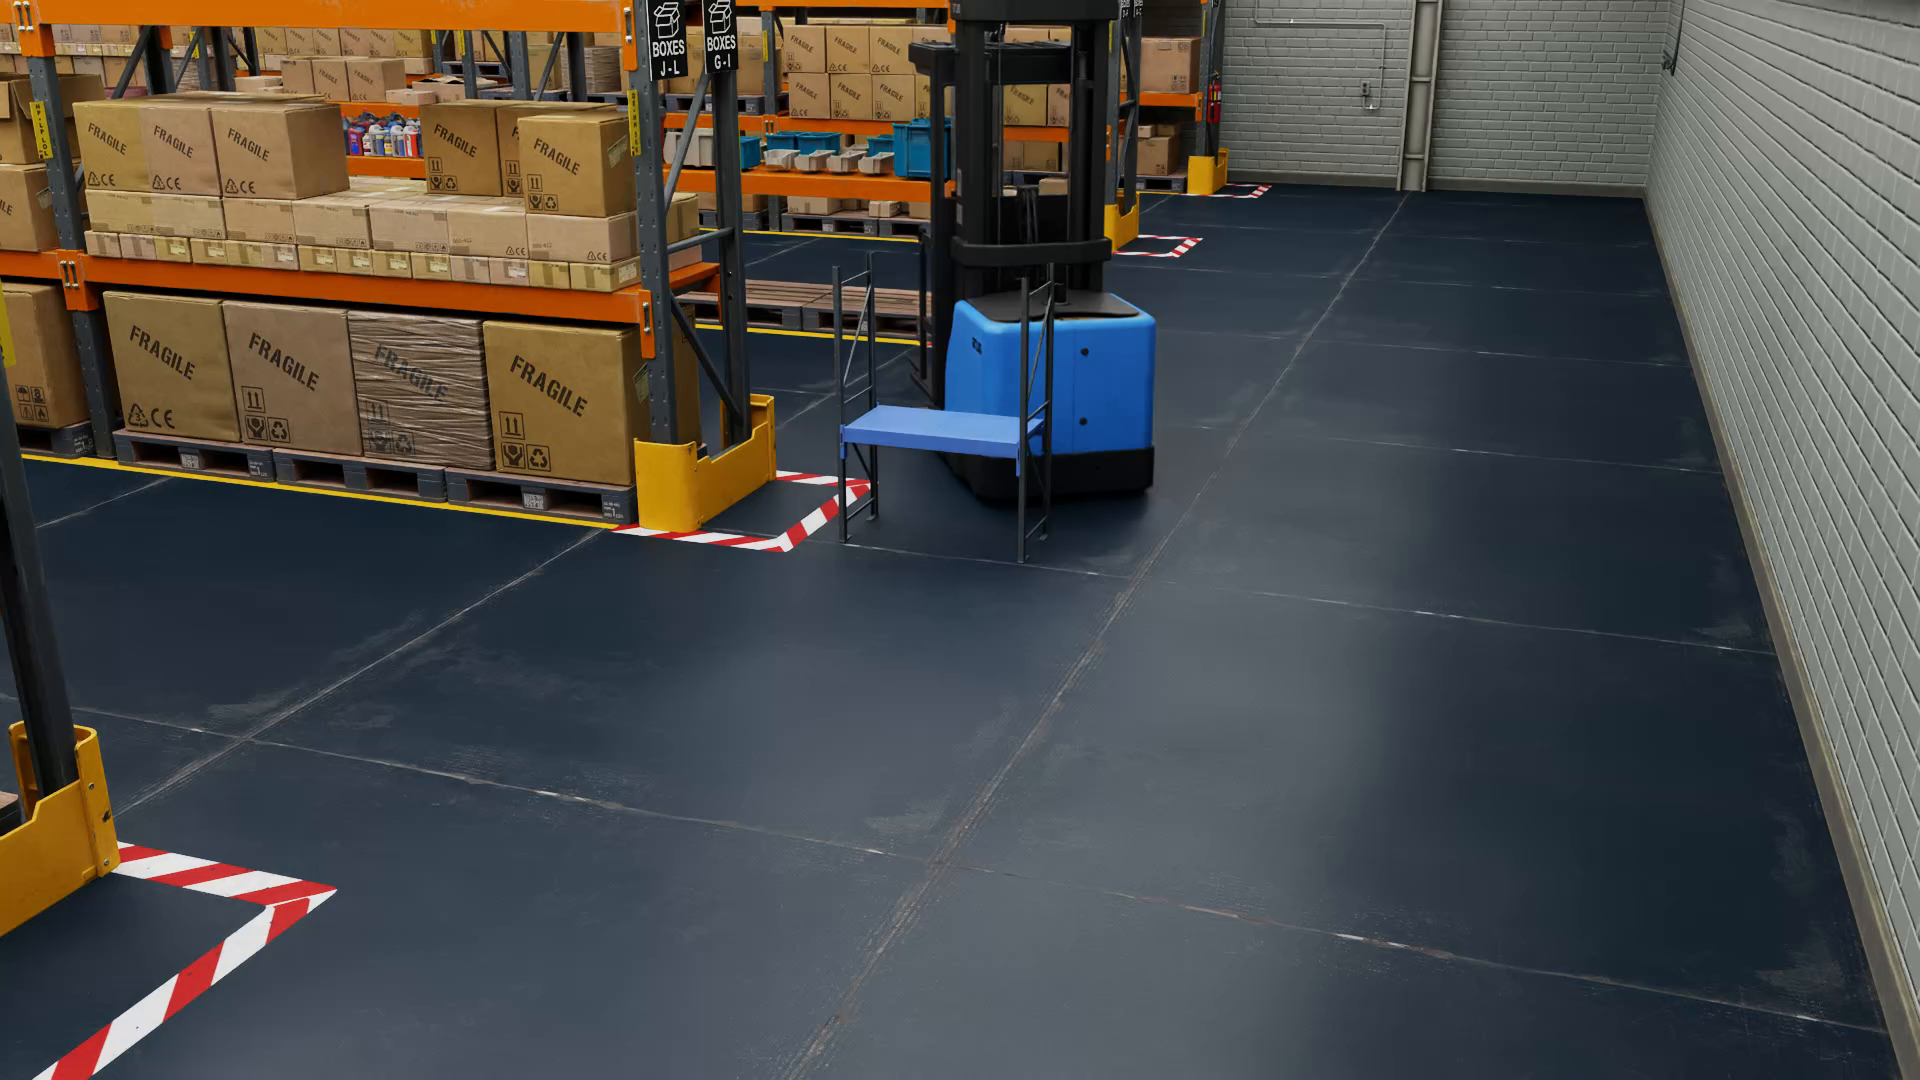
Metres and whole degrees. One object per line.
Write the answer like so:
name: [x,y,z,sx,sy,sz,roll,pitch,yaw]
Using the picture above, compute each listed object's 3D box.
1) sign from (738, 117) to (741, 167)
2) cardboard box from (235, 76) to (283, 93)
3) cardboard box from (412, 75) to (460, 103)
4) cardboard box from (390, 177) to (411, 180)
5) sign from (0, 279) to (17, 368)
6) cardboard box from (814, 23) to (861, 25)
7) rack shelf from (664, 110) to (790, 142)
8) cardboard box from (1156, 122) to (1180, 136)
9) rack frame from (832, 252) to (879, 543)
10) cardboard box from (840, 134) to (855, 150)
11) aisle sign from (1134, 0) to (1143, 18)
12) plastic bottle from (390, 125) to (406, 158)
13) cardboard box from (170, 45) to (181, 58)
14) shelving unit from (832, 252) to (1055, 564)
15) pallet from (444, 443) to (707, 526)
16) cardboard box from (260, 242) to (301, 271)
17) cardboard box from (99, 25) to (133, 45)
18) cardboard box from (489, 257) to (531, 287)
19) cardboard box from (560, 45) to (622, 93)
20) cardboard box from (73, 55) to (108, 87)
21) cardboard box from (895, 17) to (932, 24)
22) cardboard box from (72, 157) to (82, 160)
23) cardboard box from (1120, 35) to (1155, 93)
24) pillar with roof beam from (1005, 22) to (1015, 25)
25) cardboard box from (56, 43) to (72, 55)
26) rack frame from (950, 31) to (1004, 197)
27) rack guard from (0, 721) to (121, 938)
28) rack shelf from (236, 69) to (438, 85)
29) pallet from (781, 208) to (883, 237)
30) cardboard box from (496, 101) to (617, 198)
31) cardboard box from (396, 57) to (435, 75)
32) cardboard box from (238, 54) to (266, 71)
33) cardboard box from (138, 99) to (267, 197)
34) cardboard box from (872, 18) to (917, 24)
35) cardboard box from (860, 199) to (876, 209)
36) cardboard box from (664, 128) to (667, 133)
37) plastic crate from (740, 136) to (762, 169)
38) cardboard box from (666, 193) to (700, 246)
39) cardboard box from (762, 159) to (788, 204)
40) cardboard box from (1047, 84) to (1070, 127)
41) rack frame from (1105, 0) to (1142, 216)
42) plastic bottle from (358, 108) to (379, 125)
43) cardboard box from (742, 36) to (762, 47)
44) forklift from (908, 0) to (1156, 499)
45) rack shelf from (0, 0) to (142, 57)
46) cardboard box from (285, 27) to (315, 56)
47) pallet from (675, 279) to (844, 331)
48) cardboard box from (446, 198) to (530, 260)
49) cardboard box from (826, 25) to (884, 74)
sign: [-1.293,-2.269,9.594,0.005,0.325,0.100,7,20,18]
cardboard box: [-9.082,-5.917,21.721,0.500,0.250,0.500,8,21,21]
cardboard box: [-6.564,-5.710,21.035,0.500,0.311,0.500,6,20,17]
cardboard box: [-6.848,-4.530,21.056,0.500,0.250,0.500,6,20,17]
sign: [-3.026,-0.697,5.205,0.005,0.325,0.100,7,20,18]
cardboard box: [-1.442,-5.708,19.224,0.500,0.500,0.500,7,20,18]
rack shelf: [-3.894,-5.039,20.069,4.000,0.370,1.077,7,20,18]
cardboard box: [2.886,-5.689,23.014,0.250,0.149,0.380,7,20,18]
rack frame: [-0.561,-0.772,9.013,0.032,1.500,0.500,7,20,18]
cardboard box: [-1.880,-6.012,24.393,0.750,0.750,0.750,7,20,20]
aisle sign: [1.935,-6.042,17.904,0.004,0.787,0.394,7,20,18]
plastic bottle: [-5.061,-3.615,15.079,0.135,0.276,0.152,7,20,18]
cardboard box: [-10.122,-6.371,21.658,0.250,0.149,0.380,6,20,17]
shelving unit: [-0.081,-0.717,8.856,1.048,1.500,0.538,7,20,18]
pallet: [-2.262,-0.396,9.893,1.213,0.211,1.003,7,20,18]
cardboard box: [-3.864,-1.689,9.747,0.250,0.149,0.380,7,20,19]
cardboard box: [-10.933,-6.841,22.023,0.500,0.500,0.700,7,20,18]
cardboard box: [-2.409,-1.524,9.272,0.250,0.149,0.380,7,20,18]
cardboard box: [-4.350,-5.649,19.936,0.500,0.500,0.700,11,22,28]
cardboard box: [-11.440,-6.286,22.399,0.500,0.500,0.700,7,20,20]
cardboard box: [-0.732,-7.385,23.933,0.500,0.250,0.500,7,20,20]
cardboard box: [-5.612,-2.258,10.845,0.500,0.500,0.500,7,20,18]
cardboard box: [2.220,-6.540,22.826,0.700,0.700,0.980,6,20,18]
pillar with roof beam: [-0.850,-8.391,19.478,0.400,9.000,9.100,7,20,18]
cardboard box: [-11.823,-6.565,22.215,0.250,0.149,0.380,6,20,17]
rack frame: [0.145,-3.191,13.674,0.127,3.000,1.000,7,20,18]
rack guard: [-3.276,1.052,5.298,0.348,0.500,1.175,7,20,18]
rack shelf: [-9.829,-7.444,26.968,4.000,0.370,1.077,7,20,18]
pallet: [-1.356,-3.772,19.576,1.213,0.211,1.003,7,20,18]
cardboard box: [-2.318,-2.265,9.653,0.500,0.500,0.500,6,20,17]
cardboard box: [-8.486,-7.463,26.127,0.500,0.250,0.500,7,20,18]
cardboard box: [-11.361,-7.787,27.056,0.500,0.250,0.500,6,20,16]
cardboard box: [-4.428,-2.320,9.812,0.500,0.500,0.500,7,20,18]
cardboard box: [-0.908,-7.226,23.475,0.500,0.250,0.500,7,20,19]
cardboard box: [-0.999,-4.029,19.741,0.250,0.149,0.380,7,20,18]
cardboard box: [-4.858,-6.225,25.505,0.500,0.500,0.700,7,20,19]
plastic crate: [-1.879,-3.283,14.099,0.300,0.233,0.416,7,20,18]
cardboard box: [-1.845,-1.857,9.621,0.500,0.250,0.500,6,20,17]
cardboard box: [-2.382,-4.318,20.037,0.500,0.500,0.500,6,20,16]
cardboard box: [1.261,-4.742,17.971,0.500,0.500,0.500,7,20,20]
rack frame: [1.774,-4.731,18.091,0.127,3.000,1.000,7,20,18]
plastic bottle: [-5.674,-3.967,15.976,0.185,0.351,0.144,7,20,18]
cardboard box: [-2.826,-7.087,24.217,0.500,0.500,0.500,6,20,18]
forklift: [0.300,-2.069,10.559,1.130,2.935,3.031,-4,20,-13]
rack shelf: [-7.148,-3.376,10.740,4.000,0.370,1.077,7,20,18]
cardboard box: [-10.416,-8.033,26.623,0.500,0.500,0.500,6,20,16]
pallet: [-1.770,-2.108,14.803,1.213,0.211,1.003,7,20,18]
cardboard box: [-2.504,-1.746,9.303,0.500,0.250,0.500,6,20,17]
cardboard box: [-1.164,-5.488,18.593,0.500,0.500,0.500,6,20,16]
